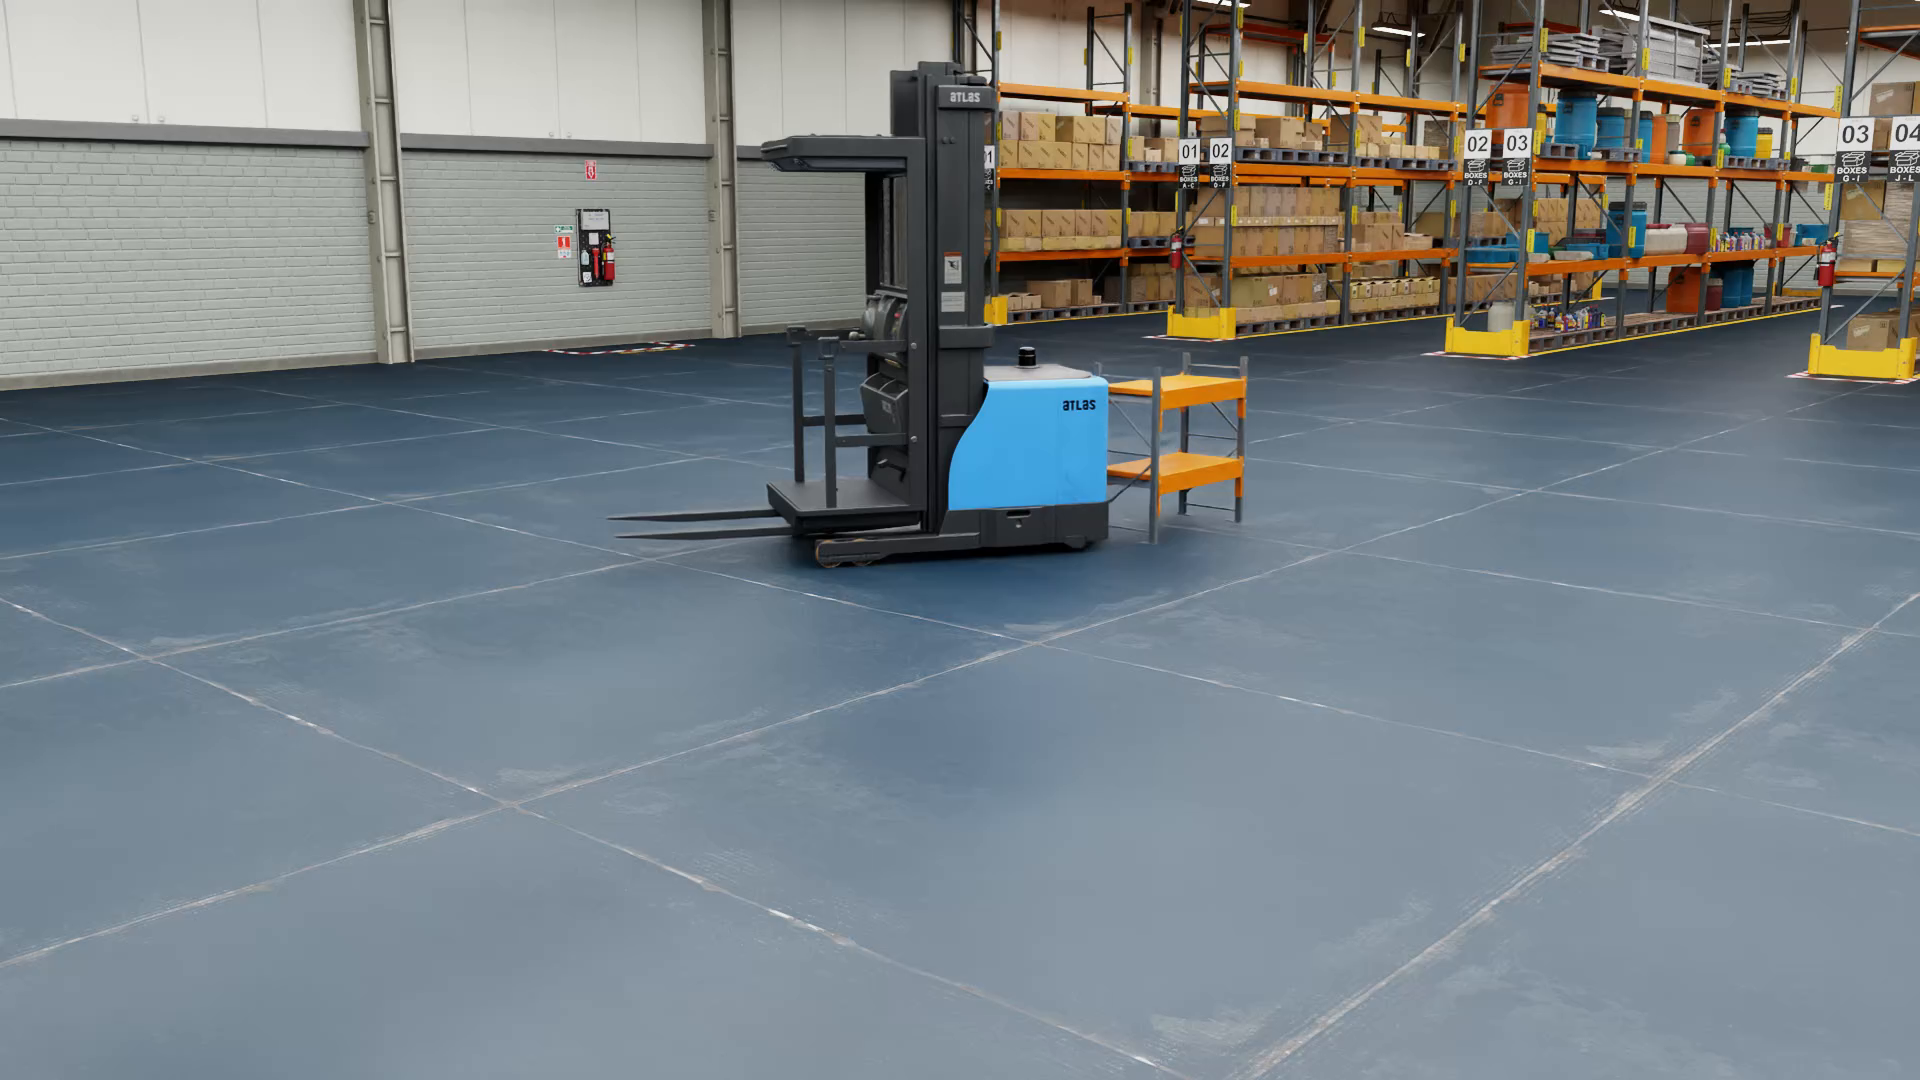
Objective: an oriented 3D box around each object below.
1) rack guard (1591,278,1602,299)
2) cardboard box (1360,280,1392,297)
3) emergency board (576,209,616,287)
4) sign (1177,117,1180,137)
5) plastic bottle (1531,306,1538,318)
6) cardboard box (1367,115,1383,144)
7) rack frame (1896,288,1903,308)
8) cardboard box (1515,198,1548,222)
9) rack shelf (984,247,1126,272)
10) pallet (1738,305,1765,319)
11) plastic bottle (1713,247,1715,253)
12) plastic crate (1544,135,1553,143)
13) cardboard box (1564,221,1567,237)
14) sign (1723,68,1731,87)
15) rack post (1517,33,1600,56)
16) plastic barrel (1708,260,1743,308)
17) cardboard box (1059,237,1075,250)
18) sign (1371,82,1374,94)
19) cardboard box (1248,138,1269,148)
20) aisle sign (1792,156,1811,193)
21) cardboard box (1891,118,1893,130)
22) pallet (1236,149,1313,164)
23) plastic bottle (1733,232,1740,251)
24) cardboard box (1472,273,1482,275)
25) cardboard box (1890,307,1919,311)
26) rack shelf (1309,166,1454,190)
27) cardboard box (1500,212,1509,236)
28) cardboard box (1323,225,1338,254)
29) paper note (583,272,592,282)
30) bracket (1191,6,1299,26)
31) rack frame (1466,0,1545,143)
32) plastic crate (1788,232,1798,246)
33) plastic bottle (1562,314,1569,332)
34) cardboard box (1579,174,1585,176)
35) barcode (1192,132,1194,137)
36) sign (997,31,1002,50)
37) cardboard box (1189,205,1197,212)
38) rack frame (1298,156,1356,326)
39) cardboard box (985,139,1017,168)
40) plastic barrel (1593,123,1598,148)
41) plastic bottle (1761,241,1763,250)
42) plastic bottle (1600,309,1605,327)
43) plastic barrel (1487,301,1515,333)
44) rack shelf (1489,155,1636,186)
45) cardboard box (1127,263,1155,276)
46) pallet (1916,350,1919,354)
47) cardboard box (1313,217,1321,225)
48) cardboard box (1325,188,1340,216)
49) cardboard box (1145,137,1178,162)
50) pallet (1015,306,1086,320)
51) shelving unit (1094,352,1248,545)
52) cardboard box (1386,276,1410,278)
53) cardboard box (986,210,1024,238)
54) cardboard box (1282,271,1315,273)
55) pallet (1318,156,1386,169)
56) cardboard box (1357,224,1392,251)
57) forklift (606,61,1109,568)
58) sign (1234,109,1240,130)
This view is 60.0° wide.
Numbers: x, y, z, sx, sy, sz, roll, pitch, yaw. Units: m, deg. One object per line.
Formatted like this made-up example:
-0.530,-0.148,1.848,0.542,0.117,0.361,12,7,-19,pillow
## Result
14.524,-5.965,39.300,1.175,0.500,0.348,10,15,40,rack guard
7.788,-4.747,31.336,0.500,0.311,0.500,9,14,38,cardboard box
-5.519,-4.461,25.390,0.194,1.169,0.643,10,15,40,emergency board
3.614,-6.787,27.314,0.100,0.325,0.005,10,15,40,sign
9.122,-3.557,26.501,0.144,0.351,0.185,10,15,40,plastic bottle
7.449,-7.580,30.742,0.500,0.500,0.500,-10,15,-42,cardboard box
14.092,-4.155,23.857,1.000,3.000,0.127,10,15,40,rack frame
12.457,-7.186,36.222,0.500,0.500,0.500,10,15,42,cardboard box
1.610,-5.429,32.073,1.077,0.370,4.000,10,15,40,rack shelf
15.112,-4.497,32.688,1.003,0.211,1.213,10,15,40,pallet
13.702,-5.336,30.278,0.097,0.201,0.097,0,11,0,plastic bottle
8.764,-5.990,25.424,0.392,0.384,0.575,10,15,40,plastic crate
13.477,-6.926,37.476,0.500,0.500,0.500,9,15,40,cardboard box
13.430,-8.098,29.102,0.100,0.325,0.005,10,15,40,sign
8.987,-7.401,24.984,0.937,0.300,0.954,9,15,39,rack post
14.813,-4.967,32.209,0.600,0.901,0.708,10,15,40,plastic barrel
1.858,-5.681,31.830,0.500,0.250,0.500,10,15,41,cardboard box
10.438,-11.392,41.985,0.100,0.325,0.005,10,15,40,sign
4.922,-6.621,27.754,0.380,0.149,0.250,10,15,40,cardboard box
18.117,-7.885,35.893,0.394,0.787,0.004,10,15,40,aisle sign
11.807,-5.170,20.645,0.380,0.149,0.250,10,15,40,cardboard box
5.304,-6.557,28.447,1.003,0.211,1.213,10,15,40,pallet
14.564,-5.609,31.260,0.144,0.351,0.185,10,15,40,plastic bottle
10.772,-5.784,35.358,0.500,0.250,0.500,10,15,40,cardboard box
13.426,-2.996,23.365,0.500,0.500,0.500,-7,13,-30,cardboard box
7.973,-6.849,31.522,1.077,0.370,4.000,10,15,40,rack shelf
11.453,-6.828,35.910,0.700,0.500,0.500,4,12,21,cardboard box
6.365,-5.419,29.931,0.700,0.500,0.500,9,15,39,cardboard box
-5.688,-4.012,25.390,0.016,0.148,0.142,10,15,40,paper note
6.304,-11.687,37.058,0.076,0.066,4.783,10,15,40,bracket
7.731,-7.149,23.529,1.000,3.000,0.127,10,15,40,rack frame
16.799,-6.145,33.967,0.437,0.282,0.530,10,15,40,plastic crate
9.325,-3.348,25.628,0.061,0.283,0.133,10,15,41,plastic bottle
13.775,-8.342,37.545,0.500,0.250,0.500,10,15,40,cardboard box
3.850,-6.710,27.509,0.001,0.075,0.075,10,15,40,barcode
0.697,-8.857,29.491,0.100,0.325,0.005,10,15,40,sign
5.164,-7.144,35.786,0.380,0.149,0.250,7,13,31,cardboard box
6.653,-5.437,30.272,1.000,3.000,0.127,10,15,40,rack frame
0.698,-7.035,30.308,0.500,0.500,0.500,10,15,42,cardboard box
9.940,-6.489,26.527,0.421,0.512,0.421,0,11,0,plastic barrel
15.579,-5.755,32.373,0.097,0.201,0.097,0,11,0,plastic bottle
10.302,-3.566,26.718,0.061,0.283,0.133,11,16,43,plastic bottle
8.108,-3.300,24.853,0.421,0.512,0.421,0,11,0,plastic barrel
9.051,-5.619,25.366,1.077,0.370,4.000,10,15,40,rack shelf
3.691,-5.610,34.484,0.500,0.250,0.500,9,15,39,cardboard box
12.870,-2.504,22.709,1.003,0.211,1.213,10,15,40,pallet
6.126,-5.622,29.290,0.380,0.149,0.250,10,15,40,cardboard box
6.365,-6.056,29.804,0.700,0.500,0.500,10,15,41,cardboard box
4.165,-8.054,34.391,0.500,0.500,0.500,9,14,38,cardboard box
1.708,-4.425,32.329,1.003,0.211,1.213,10,15,40,pallet
1.390,-0.627,10.980,0.538,1.125,1.048,10,15,40,shelving unit
8.727,-5.119,33.196,0.500,0.311,0.500,10,15,42,cardboard box
0.830,-5.823,30.626,0.500,0.500,0.500,10,15,40,cardboard box
6.112,-4.634,30.288,0.500,0.500,0.500,10,15,40,cardboard box
7.226,-6.945,30.655,0.805,0.209,1.217,9,14,38,pallet
7.851,-5.748,31.574,0.500,0.500,0.500,10,15,40,cardboard box
-0.647,-1.384,10.159,3.031,2.935,1.130,-3,12,-16,forklift
4.426,-6.714,26.575,0.100,0.325,0.005,10,15,40,sign
